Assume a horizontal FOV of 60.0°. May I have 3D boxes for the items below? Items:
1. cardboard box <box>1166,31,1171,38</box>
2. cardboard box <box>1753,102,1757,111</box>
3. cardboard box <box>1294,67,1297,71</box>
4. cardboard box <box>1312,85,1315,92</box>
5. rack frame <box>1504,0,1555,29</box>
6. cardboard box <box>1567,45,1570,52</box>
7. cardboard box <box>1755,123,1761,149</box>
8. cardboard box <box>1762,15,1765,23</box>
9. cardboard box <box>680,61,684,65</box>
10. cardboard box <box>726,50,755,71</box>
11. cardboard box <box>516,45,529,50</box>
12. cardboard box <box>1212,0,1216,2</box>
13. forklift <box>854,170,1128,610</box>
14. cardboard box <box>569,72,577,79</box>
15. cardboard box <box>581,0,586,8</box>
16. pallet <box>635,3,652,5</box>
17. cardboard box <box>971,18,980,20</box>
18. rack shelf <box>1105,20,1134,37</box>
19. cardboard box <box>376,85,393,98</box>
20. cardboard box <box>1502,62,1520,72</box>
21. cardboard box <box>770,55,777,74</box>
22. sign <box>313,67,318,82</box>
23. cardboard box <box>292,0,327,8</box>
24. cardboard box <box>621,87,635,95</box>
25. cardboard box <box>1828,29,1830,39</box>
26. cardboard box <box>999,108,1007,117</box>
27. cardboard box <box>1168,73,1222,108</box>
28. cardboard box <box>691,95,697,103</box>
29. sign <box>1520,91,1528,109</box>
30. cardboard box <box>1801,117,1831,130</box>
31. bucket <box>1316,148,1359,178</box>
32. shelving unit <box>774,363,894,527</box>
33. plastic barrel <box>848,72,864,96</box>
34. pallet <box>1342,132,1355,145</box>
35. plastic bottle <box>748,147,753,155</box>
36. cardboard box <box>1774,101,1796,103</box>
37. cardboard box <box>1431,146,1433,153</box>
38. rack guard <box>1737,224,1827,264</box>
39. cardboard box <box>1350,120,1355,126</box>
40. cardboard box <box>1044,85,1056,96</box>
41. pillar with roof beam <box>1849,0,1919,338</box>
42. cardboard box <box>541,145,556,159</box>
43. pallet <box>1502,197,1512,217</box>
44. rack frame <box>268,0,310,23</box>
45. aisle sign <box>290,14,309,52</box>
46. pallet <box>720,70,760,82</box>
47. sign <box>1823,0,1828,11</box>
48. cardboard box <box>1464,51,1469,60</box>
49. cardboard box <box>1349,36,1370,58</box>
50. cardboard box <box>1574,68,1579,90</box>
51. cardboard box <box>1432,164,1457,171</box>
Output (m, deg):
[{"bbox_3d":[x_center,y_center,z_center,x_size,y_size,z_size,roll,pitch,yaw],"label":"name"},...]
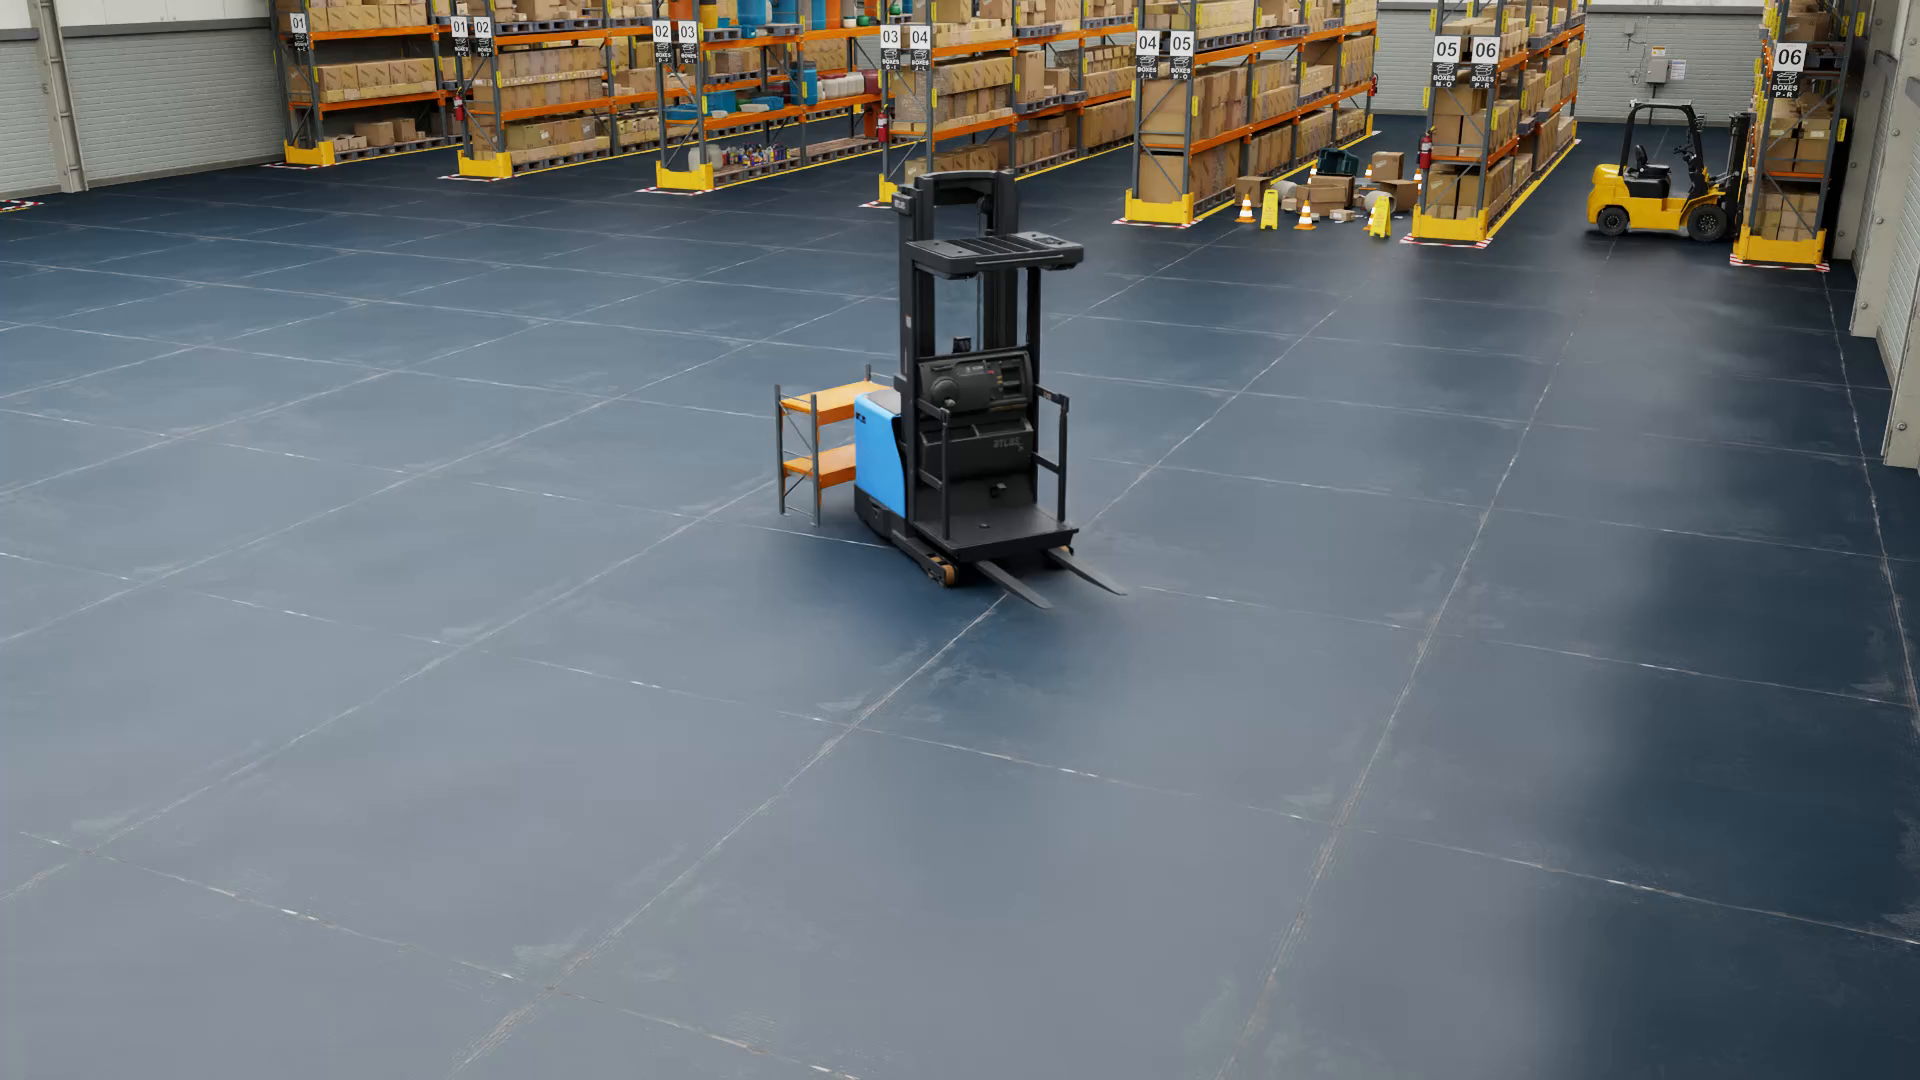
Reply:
[{"bbox_3d":[3.443,-8.821,28.918,0.380,0.149,0.250,9,21,23],"label":"cardboard box"},{"bbox_3d":[15.794,-8.506,32.659,0.380,0.149,0.250,9,21,24],"label":"cardboard box"},{"bbox_3d":[7.525,-10.787,38.183,0.380,0.149,0.250,8,21,22],"label":"cardboard box"},{"bbox_3d":[7.696,-10.096,37.128,0.380,0.149,0.250,9,21,23],"label":"cardboard box"},{"bbox_3d":[11.345,-11.680,32.881,1.000,3.000,0.127,9,21,23],"label":"rack frame"},{"bbox_3d":[13.664,-11.193,37.855,0.380,0.149,0.250,8,21,22],"label":"cardboard box"},{"bbox_3d":[13.817,-6.898,28.239,0.500,0.500,0.500,8,21,21],"label":"cardboard box"},{"bbox_3d":[16.890,-10.825,34.553,0.380,0.149,0.250,9,21,23],"label":"cardboard box"},{"bbox_3d":[-8.464,-14.458,49.198,0.980,0.700,0.700,8,21,22],"label":"cardboard box"},{"bbox_3d":[-5.761,-12.493,43.344,0.700,0.500,0.500,3,20,9],"label":"cardboard box"},{"bbox_3d":[-11.367,-12.702,42.936,0.380,0.149,0.250,6,20,16],"label":"cardboard box"},{"bbox_3d":[4.587,-10.051,31.188,0.380,0.149,0.250,8,21,22],"label":"cardboard box"},{"bbox_3d":[0.220,-1.199,12.465,1.130,2.935,3.031,-9,22,-25],"label":"forklift"},{"bbox_3d":[-8.704,-10.280,36.781,0.380,0.149,0.250,8,21,22],"label":"cardboard box"},{"bbox_3d":[-10.508,-14.565,44.665,0.700,0.500,0.500,9,21,23],"label":"cardboard box"},{"bbox_3d":[-9.270,-15.095,47.093,1.003,0.211,1.213,9,21,23],"label":"pallet"},{"bbox_3d":[0.205,-10.373,33.312,0.380,0.149,0.250,7,21,20],"label":"cardboard box"},{"bbox_3d":[4.761,-13.121,42.485,1.077,0.370,4.000,9,21,23],"label":"rack shelf"},{"bbox_3d":[-13.416,-10.321,38.206,0.500,0.250,0.500,9,21,23],"label":"cardboard box"},{"bbox_3d":[11.318,-9.565,34.247,0.500,0.500,0.500,8,21,21],"label":"cardboard box"},{"bbox_3d":[-5.123,-13.031,45.485,0.500,0.500,0.500,9,21,24],"label":"cardboard box"},{"bbox_3d":[-14.034,-10.140,36.212,0.100,0.325,0.005,9,21,23],"label":"sign"},{"bbox_3d":[-14.149,-11.832,36.114,0.500,0.500,0.500,7,21,19],"label":"cardboard box"},{"bbox_3d":[-7.820,-10.475,38.822,0.380,0.149,0.250,9,21,23],"label":"cardboard box"},{"bbox_3d":[14.764,-8.723,28.642,0.380,0.149,0.250,9,21,23],"label":"cardboard box"},{"bbox_3d":[0.735,-8.691,33.804,0.380,0.149,0.250,9,21,23],"label":"cardboard box"},{"bbox_3d":[4.194,-8.077,29.868,0.875,0.550,0.550,9,21,23],"label":"cardboard box"},{"bbox_3d":[-6.544,-11.292,42.699,0.500,0.250,0.500,9,22,25],"label":"cardboard box"},{"bbox_3d":[10.206,-7.966,30.100,0.100,0.325,0.005,9,21,23],"label":"sign"},{"bbox_3d":[12.932,-6.294,25.129,0.380,0.149,0.250,8,21,22],"label":"cardboard box"},{"bbox_3d":[7.198,-7.095,31.558,0.726,0.611,0.620,18,16,41],"label":"bucket"},{"bbox_3d":[-0.989,-0.822,14.102,0.538,1.125,1.048,18,26,41],"label":"shelving unit"},{"bbox_3d":[-2.441,-10.601,38.635,0.421,0.512,0.421,0,20,0],"label":"plastic barrel"},{"bbox_3d":[9.167,-9.995,41.258,1.003,0.211,1.213,9,21,23],"label":"pallet"},{"bbox_3d":[-4.511,-8.341,35.861,0.097,0.271,0.097,0,20,0],"label":"plastic bottle"},{"bbox_3d":[13.827,-7.292,27.935,0.380,0.149,0.250,9,21,24],"label":"cardboard box"},{"bbox_3d":[8.030,-6.526,27.716,0.380,0.149,0.250,8,21,22],"label":"cardboard box"},{"bbox_3d":[12.590,-4.543,25.496,1.175,0.500,0.348,9,21,23],"label":"rack guard"},{"bbox_3d":[9.575,-10.346,41.269,0.380,0.149,0.250,10,22,25],"label":"cardboard box"},{"bbox_3d":[1.868,-9.801,36.124,0.396,0.266,0.258,8,21,21],"label":"cardboard box"},{"bbox_3d":[7.322,-7.400,20.847,9.100,9.000,0.400,9,21,23],"label":"pillar with roof beam"},{"bbox_3d":[-9.179,-8.470,36.285,0.500,0.250,0.500,9,21,23],"label":"cardboard box"},{"bbox_3d":[9.465,-6.106,30.324,1.003,0.211,1.213,9,21,23],"label":"pallet"},{"bbox_3d":[-14.529,-12.633,35.561,1.000,3.000,0.127,9,21,23],"label":"rack frame"},{"bbox_3d":[-14.284,-10.968,35.953,0.394,0.787,0.004,9,21,23],"label":"aisle sign"},{"bbox_3d":[-5.940,-12.078,43.241,1.003,0.211,1.213,9,21,23],"label":"pallet"},{"bbox_3d":[18.021,-11.163,34.546,0.100,0.325,0.005,9,21,23],"label":"sign"},{"bbox_3d":[8.172,-8.007,27.406,0.380,0.149,0.250,9,22,24],"label":"cardboard box"},{"bbox_3d":[9.896,-12.277,41.427,0.500,0.500,0.500,8,21,21],"label":"cardboard box"},{"bbox_3d":[14.665,-11.162,40.229,0.500,0.500,0.500,9,21,23],"label":"cardboard box"},{"bbox_3d":[8.249,-6.371,28.296,0.380,0.149,0.250,9,22,24],"label":"cardboard box"}]
